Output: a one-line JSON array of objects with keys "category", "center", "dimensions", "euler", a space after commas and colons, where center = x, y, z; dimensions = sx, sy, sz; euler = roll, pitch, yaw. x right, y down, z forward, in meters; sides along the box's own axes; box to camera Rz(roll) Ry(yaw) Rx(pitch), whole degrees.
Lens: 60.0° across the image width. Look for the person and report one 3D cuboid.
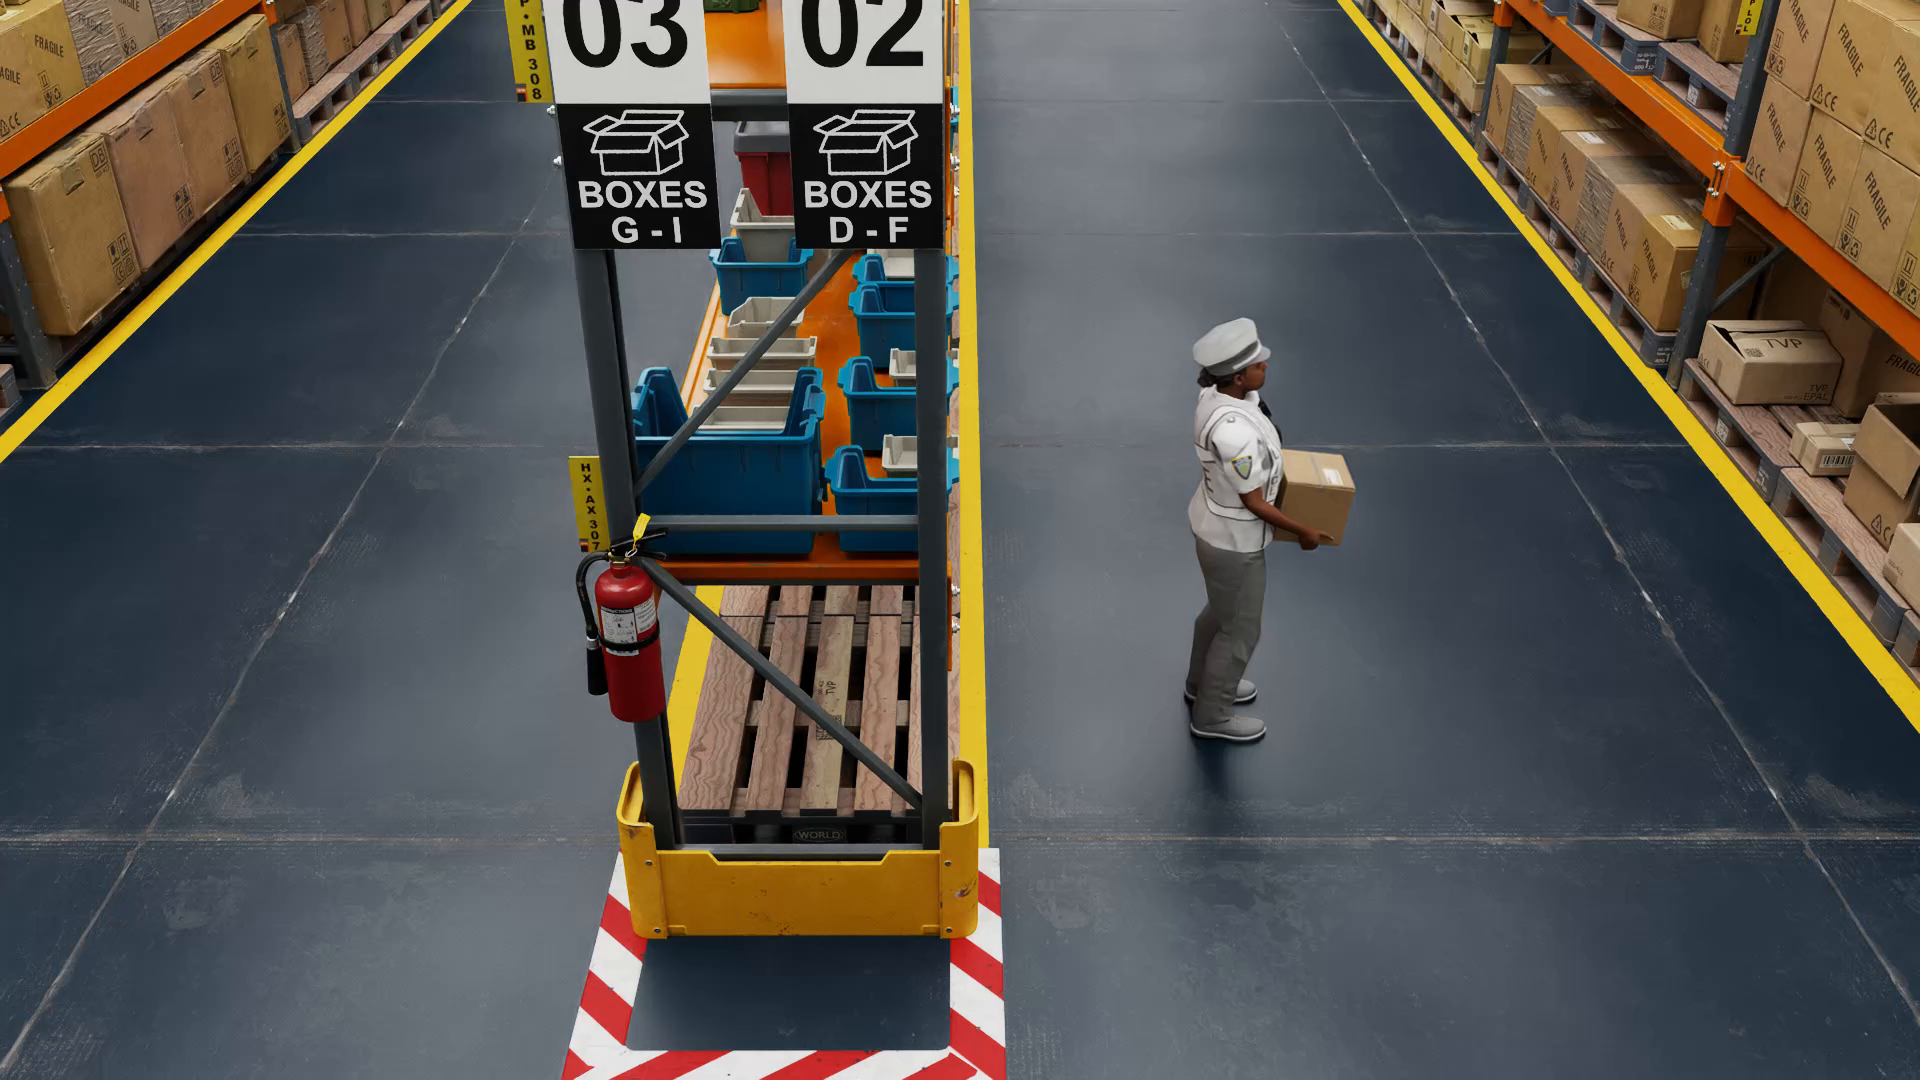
[{"category": "person", "center": [1.092, -0.025, 6.211], "dimensions": [0.540, 1.683, 0.450], "euler": [0, 31, 0]}]
